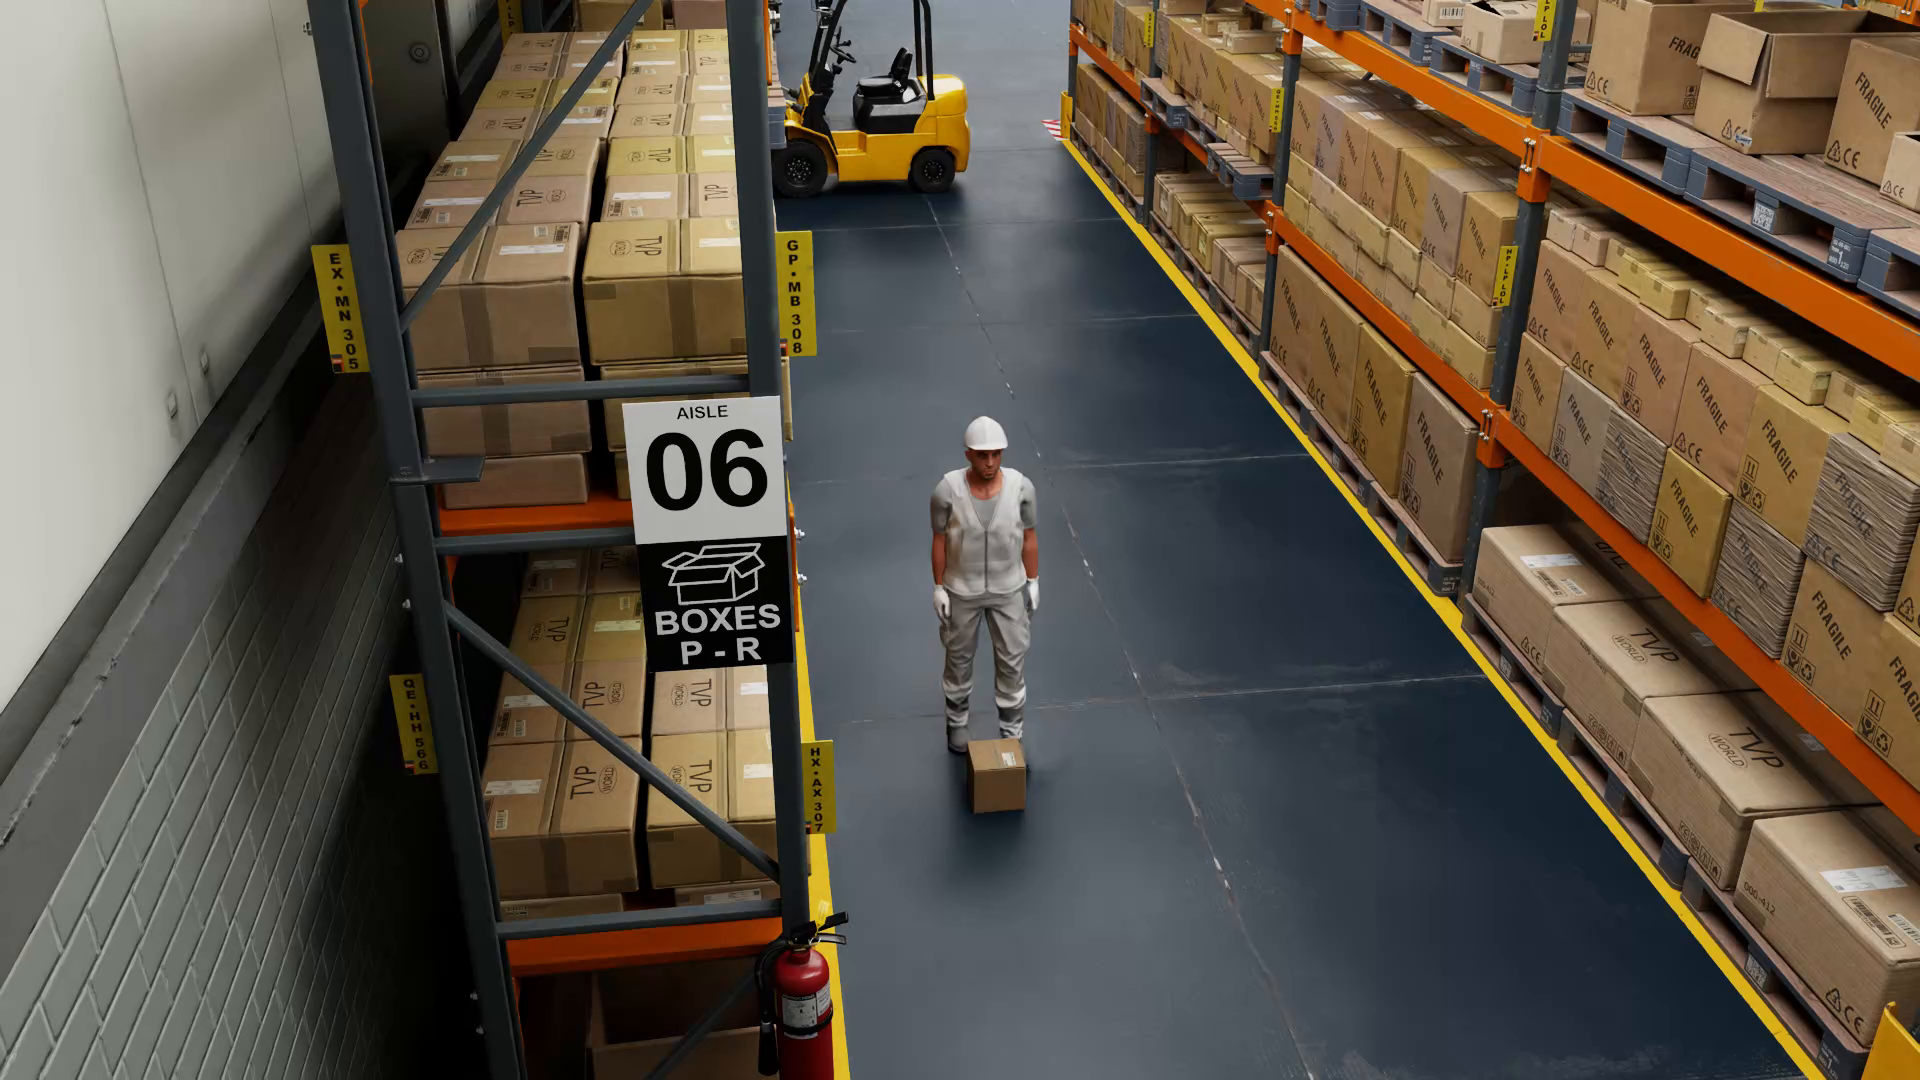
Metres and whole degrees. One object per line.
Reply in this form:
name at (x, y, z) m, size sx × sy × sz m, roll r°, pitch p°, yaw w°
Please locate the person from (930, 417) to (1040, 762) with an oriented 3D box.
person at (0.131, 0.263, 8.072) m, size 0.532 × 1.795 × 0.468 m, roll -3°, pitch 27°, yaw -6°
